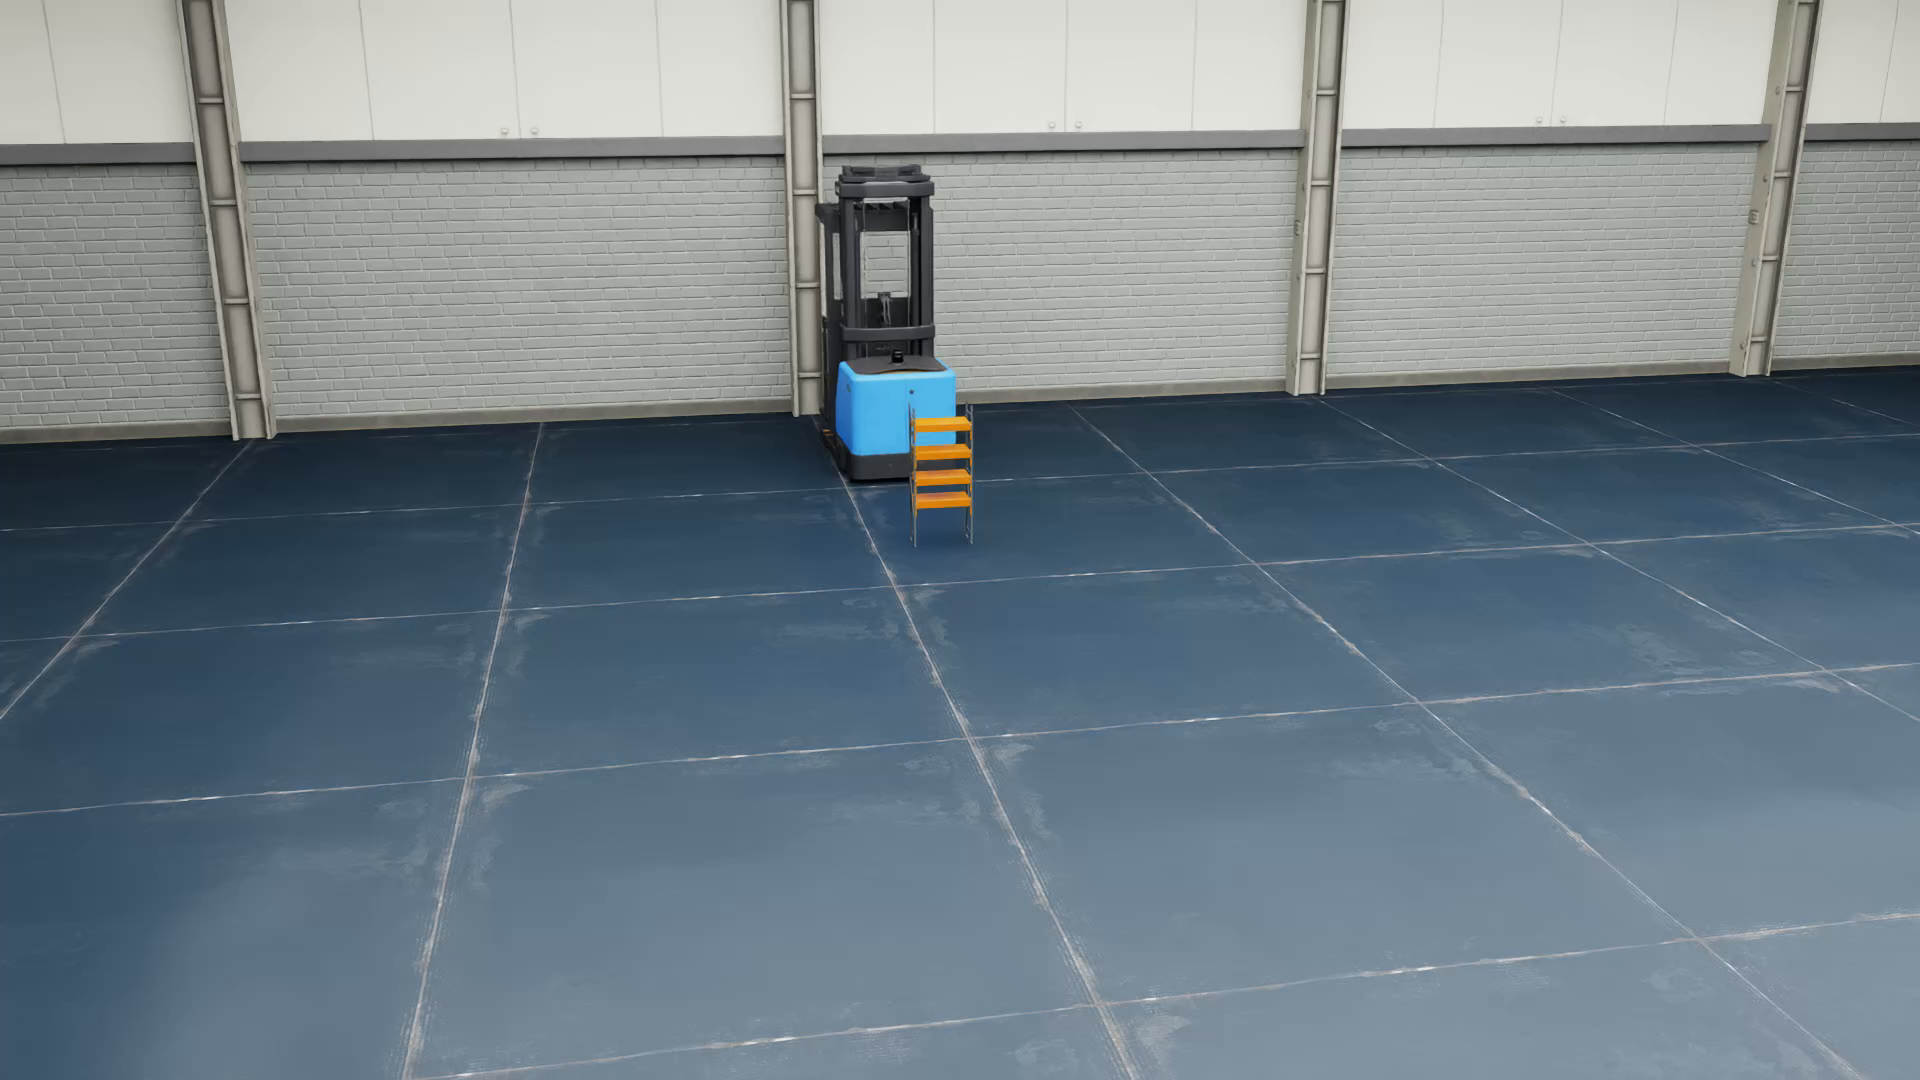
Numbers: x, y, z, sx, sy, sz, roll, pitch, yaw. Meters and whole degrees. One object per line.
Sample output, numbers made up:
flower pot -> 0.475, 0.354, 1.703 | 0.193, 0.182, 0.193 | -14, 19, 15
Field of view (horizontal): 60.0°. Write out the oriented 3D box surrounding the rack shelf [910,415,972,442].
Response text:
rack shelf -> -0.163, -0.940, 13.990 | 0.480, 0.148, 0.258 | -3, 17, -10

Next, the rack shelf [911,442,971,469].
rack shelf -> -0.163, -0.714, 14.060 | 0.480, 0.148, 0.258 | -3, 17, -10

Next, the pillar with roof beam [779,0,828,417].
pillar with roof beam -> -0.902, -4.516, 13.687 | 0.400, 9.000, 9.100 | -3, 17, -10

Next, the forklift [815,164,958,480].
forklift -> -0.862, -2.371, 17.039 | 1.130, 2.935, 3.031 | -4, 18, -13

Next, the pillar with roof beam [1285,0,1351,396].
pillar with roof beam -> 4.989, -4.850, 14.776 | 0.400, 9.000, 9.100 | -3, 17, -10

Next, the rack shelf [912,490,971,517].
rack shelf -> -0.163, -0.310, 14.184 | 0.480, 0.148, 0.258 | -3, 17, -10

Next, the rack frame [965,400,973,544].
rack frame -> 0.077, -0.578, 14.150 | 0.015, 1.200, 0.240 | -3, 17, -10

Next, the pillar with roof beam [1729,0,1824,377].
pillar with roof beam -> 10.880, -5.184, 15.864 | 0.400, 9.000, 9.100 | -3, 17, -10

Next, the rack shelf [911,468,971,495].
rack shelf -> -0.163, -0.500, 14.125 | 0.480, 0.148, 0.258 | -3, 17, -10

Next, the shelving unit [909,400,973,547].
shelving unit -> -0.163, -0.564, 14.106 | 0.503, 1.200, 0.258 | -3, 17, -10

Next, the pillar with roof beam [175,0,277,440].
pillar with roof beam -> -6.793, -4.182, 12.599 | 0.400, 9.000, 9.100 | -3, 17, -10

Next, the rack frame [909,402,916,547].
rack frame -> -0.402, -0.551, 14.061 | 0.015, 1.200, 0.240 | -3, 17, -10
